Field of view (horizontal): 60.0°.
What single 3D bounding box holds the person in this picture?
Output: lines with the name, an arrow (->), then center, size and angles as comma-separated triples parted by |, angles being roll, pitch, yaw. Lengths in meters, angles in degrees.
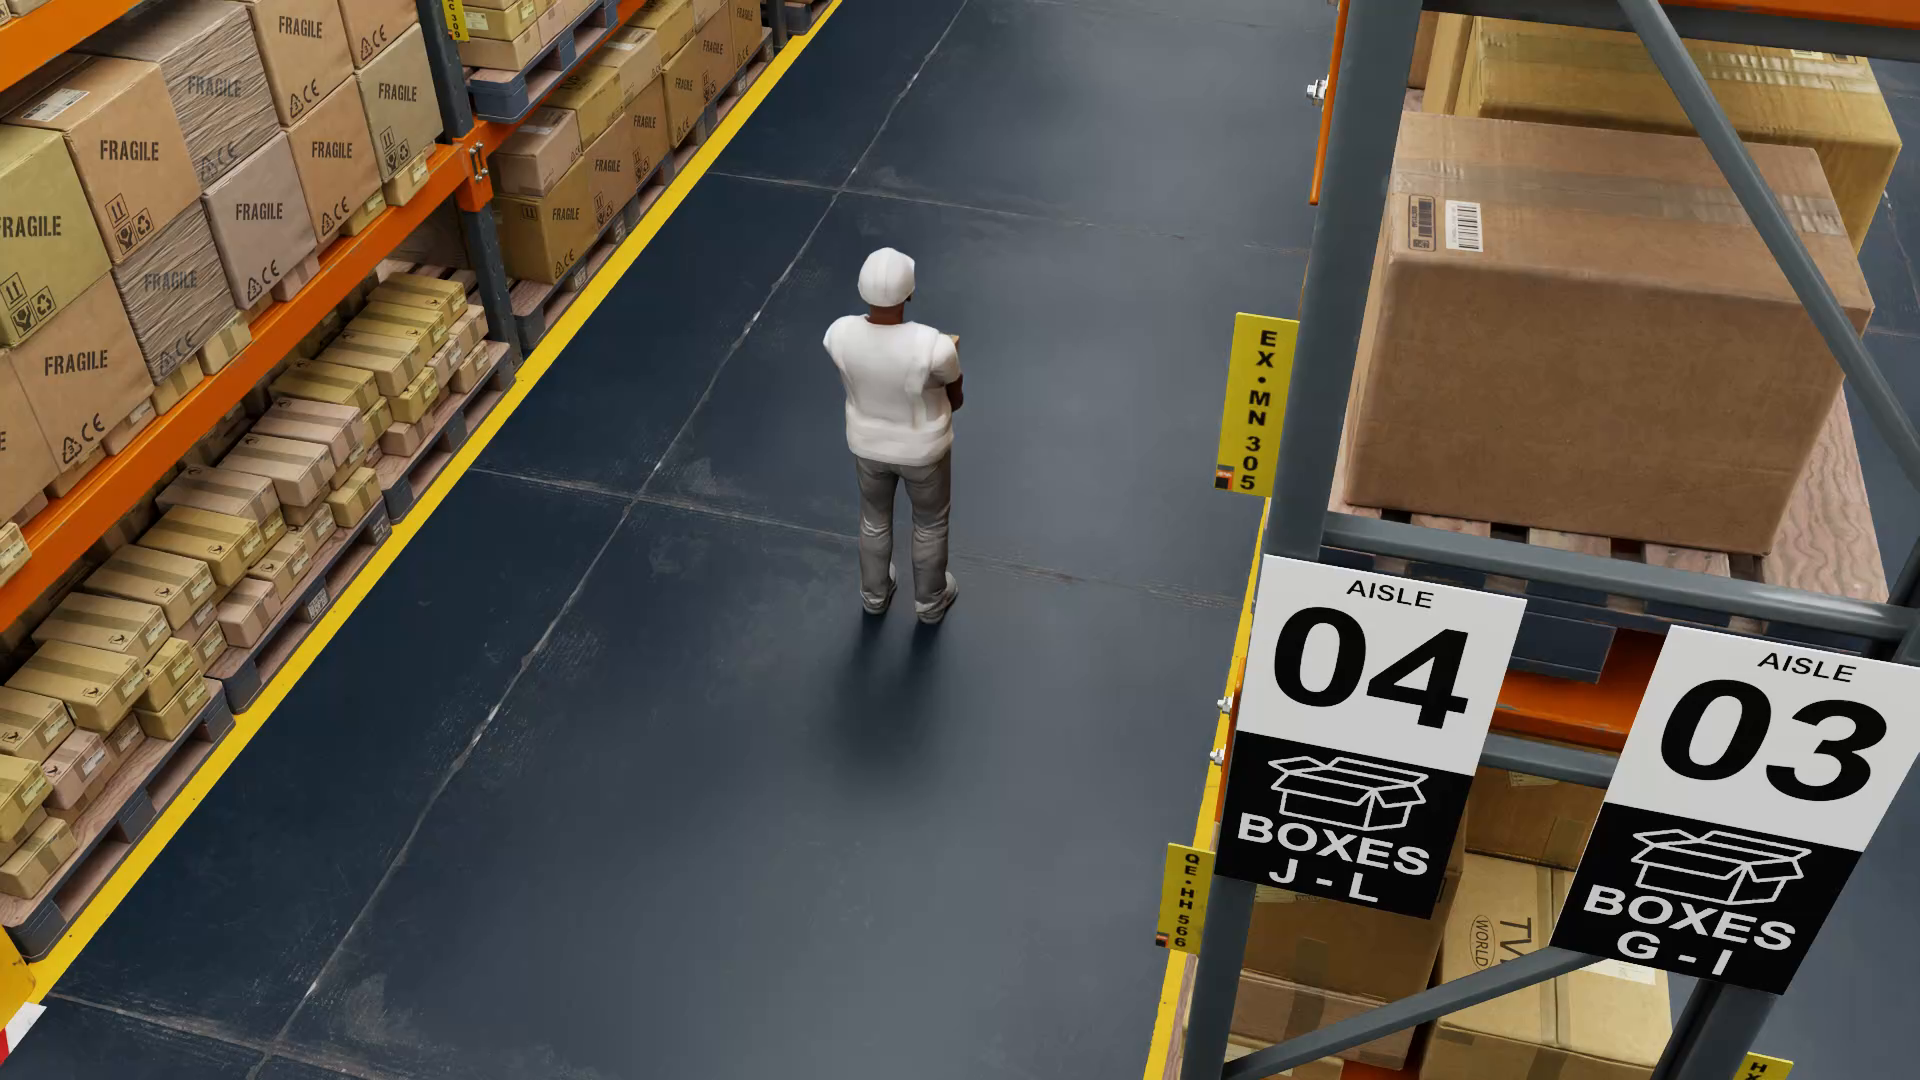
person -> -0.222, -0.457, 6.673 | 0.504, 1.761, 0.578 | 11, 42, 12
